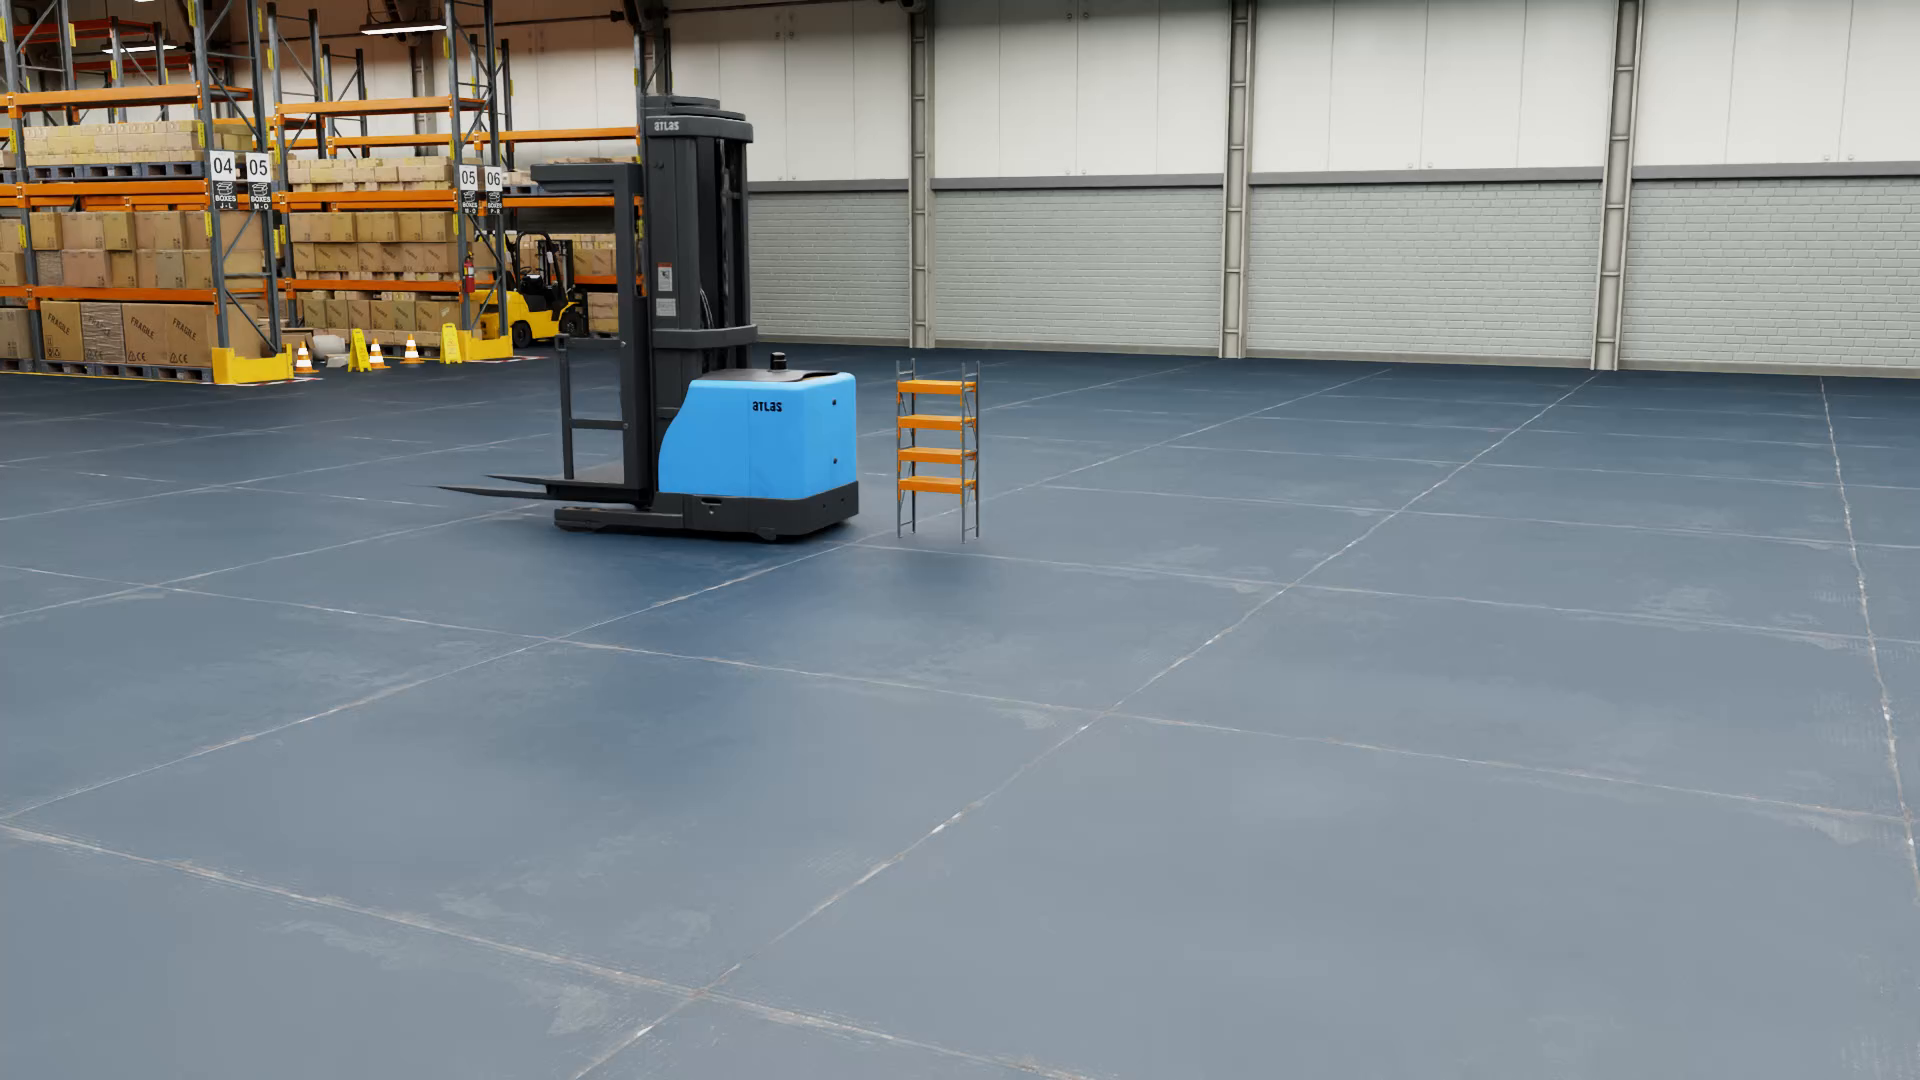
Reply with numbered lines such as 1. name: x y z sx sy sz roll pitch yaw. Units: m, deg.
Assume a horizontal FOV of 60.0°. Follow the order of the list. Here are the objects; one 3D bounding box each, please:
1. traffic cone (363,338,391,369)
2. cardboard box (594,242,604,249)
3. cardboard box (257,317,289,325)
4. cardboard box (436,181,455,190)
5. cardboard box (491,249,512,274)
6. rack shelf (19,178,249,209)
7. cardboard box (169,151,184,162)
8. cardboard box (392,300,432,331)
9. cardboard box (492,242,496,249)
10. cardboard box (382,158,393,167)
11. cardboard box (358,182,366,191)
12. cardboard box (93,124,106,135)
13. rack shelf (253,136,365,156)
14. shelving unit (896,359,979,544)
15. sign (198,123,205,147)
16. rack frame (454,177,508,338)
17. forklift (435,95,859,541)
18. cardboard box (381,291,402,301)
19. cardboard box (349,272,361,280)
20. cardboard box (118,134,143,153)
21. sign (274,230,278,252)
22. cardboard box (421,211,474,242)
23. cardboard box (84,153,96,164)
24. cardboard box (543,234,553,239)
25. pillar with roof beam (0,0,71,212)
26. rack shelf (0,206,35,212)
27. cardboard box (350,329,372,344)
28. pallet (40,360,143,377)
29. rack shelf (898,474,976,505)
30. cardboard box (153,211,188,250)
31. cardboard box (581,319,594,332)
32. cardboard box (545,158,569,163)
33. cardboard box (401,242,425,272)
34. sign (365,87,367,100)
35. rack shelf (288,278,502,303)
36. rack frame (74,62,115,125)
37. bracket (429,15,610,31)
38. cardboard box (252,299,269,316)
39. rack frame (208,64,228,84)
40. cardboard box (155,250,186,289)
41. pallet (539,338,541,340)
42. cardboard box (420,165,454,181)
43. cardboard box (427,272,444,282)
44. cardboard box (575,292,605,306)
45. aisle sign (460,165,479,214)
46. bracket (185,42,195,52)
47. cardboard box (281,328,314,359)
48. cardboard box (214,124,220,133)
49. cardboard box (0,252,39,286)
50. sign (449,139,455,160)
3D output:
1. traffic cone: -9.194 -2.941 26.182 0.334 0.463 0.336 5 11 26
2. cardboard box: -6.958 -5.777 32.623 0.250 0.149 0.380 5 11 25
3. cardboard box: -12.756 -3.892 30.509 0.625 0.372 0.950 6 12 29
4. cardboard box: -8.495 -5.902 27.698 0.250 0.149 0.380 5 11 26
5. cardboard box: -9.163 -5.646 33.725 0.500 0.500 0.500 5 11 24
6. rack shelf: -11.944 -5.047 24.290 4.000 0.370 1.077 5 11 26
7. cardboard box: -10.825 -5.367 23.287 0.250 0.149 0.380 5 11 26
8. cardboard box: -9.355 -3.850 28.518 0.500 0.500 0.500 6 12 28
9. cardboard box: -9.276 -5.975 33.720 0.250 0.149 0.380 5 11 25
10. cardboard box: -9.580 -6.407 28.252 0.250 0.149 0.380 5 11 24
11. cardboard box: -10.082 -6.048 28.506 0.250 0.149 0.380 5 11 26
12. cardboard box: -12.197 -5.880 23.881 0.250 0.149 0.380 5 11 26
13. rack shelf: -14.826 -8.548 36.336 4.000 0.370 1.077 5 11 26
14. shelving unit: -0.148 -0.603 11.195 0.503 1.200 0.258 5 11 26
15. sign: -10.403 -5.554 22.811 0.005 0.325 0.100 5 11 26
16. rack frame: -8.051 -4.566 28.034 0.127 3.000 1.000 5 11 26
17. forklift: -2.294 -1.576 11.709 3.031 2.935 1.130 4 11 20
18. cardboard box: -9.704 -4.189 28.565 0.250 0.149 0.380 6 12 28
19. cardboard box: -10.355 -4.579 28.813 0.250 0.149 0.380 5 11 26
20. cardboard box: -11.611 -5.645 23.700 0.500 0.250 0.500 5 11 25
21. sign: -9.900 -4.320 24.025 0.005 0.325 0.100 5 11 26
22. cardboard box: -8.606 -5.259 27.940 0.500 0.500 0.700 5 11 24
23. cardboard box: -12.419 -5.508 24.062 0.250 0.149 0.380 5 11 26
24. cardboard box: -8.100 -6.027 33.173 0.250 0.149 0.380 5 11 26
25. pillar with roof beam: -24.131 -9.240 37.019 0.548 9.000 9.100 5 11 26
26. rack shelf: -20.606 -6.791 33.927 4.000 0.370 1.077 5 11 26
27. cardboard box: -10.268 -3.563 29.037 0.500 0.250 0.500 5 11 25
28. pallet: -13.091 -2.638 25.212 1.213 0.211 1.003 5 11 26
29. rack shelf: -0.148 -0.342 11.243 0.480 0.148 0.258 5 11 26
30. cardboard box: -11.000 -4.436 23.867 0.550 0.550 0.875 5 11 26
31. cardboard box: -7.306 -4.280 33.000 0.500 0.250 0.500 5 11 26
32. cardboard box: -7.745 -7.286 32.894 0.637 0.503 0.797 5 12 28
33. cardboard box: -9.107 -4.800 28.214 0.500 0.500 0.500 5 11 26
34. sign: -12.790 -9.568 35.759 0.005 0.325 0.100 5 11 26
35. rack shelf: -9.845 -4.369 28.969 4.000 0.370 1.077 5 11 26
36. rack frame: -20.207 -9.572 38.848 0.127 3.000 1.000 5 11 26
37. bracket: -8.924 -10.460 33.649 4.783 0.066 0.076 5 11 26
38. cardboard box: -15.358 -5.126 36.973 0.500 0.500 0.500 5 11 24
39. rack frame: -16.621 -9.256 37.104 0.053 2.616 0.949 5 11 26
40. cardboard box: -11.006 -3.903 23.951 0.550 0.550 0.875 5 11 26
41. pallet: -8.751 -4.232 34.023 1.213 0.211 1.003 5 11 26
42. cardboard box: -8.629 -6.112 27.739 0.500 0.250 0.500 5 11 25
43. cardboard box: -8.757 -4.440 28.043 0.250 0.149 0.380 5 11 25
44. cardboard box: -7.327 -4.768 32.888 0.500 0.250 0.500 5 11 27
45. aisle sign: -8.124 -5.794 27.520 0.004 0.787 0.394 5 11 26
46. bracket: -17.374 -11.202 37.752 0.430 0.232 0.235 5 11 26
47. cardboard box: -11.279 -3.350 28.331 0.500 0.500 0.500 -4 11 -23
48. cardboard box: -10.534 -5.865 23.796 0.250 0.149 0.380 5 11 26
49. cardboard box: -14.324 -4.130 25.346 0.500 0.500 0.500 5 11 25
50. sign: -8.315 -6.390 27.207 0.005 0.325 0.100 5 11 26
